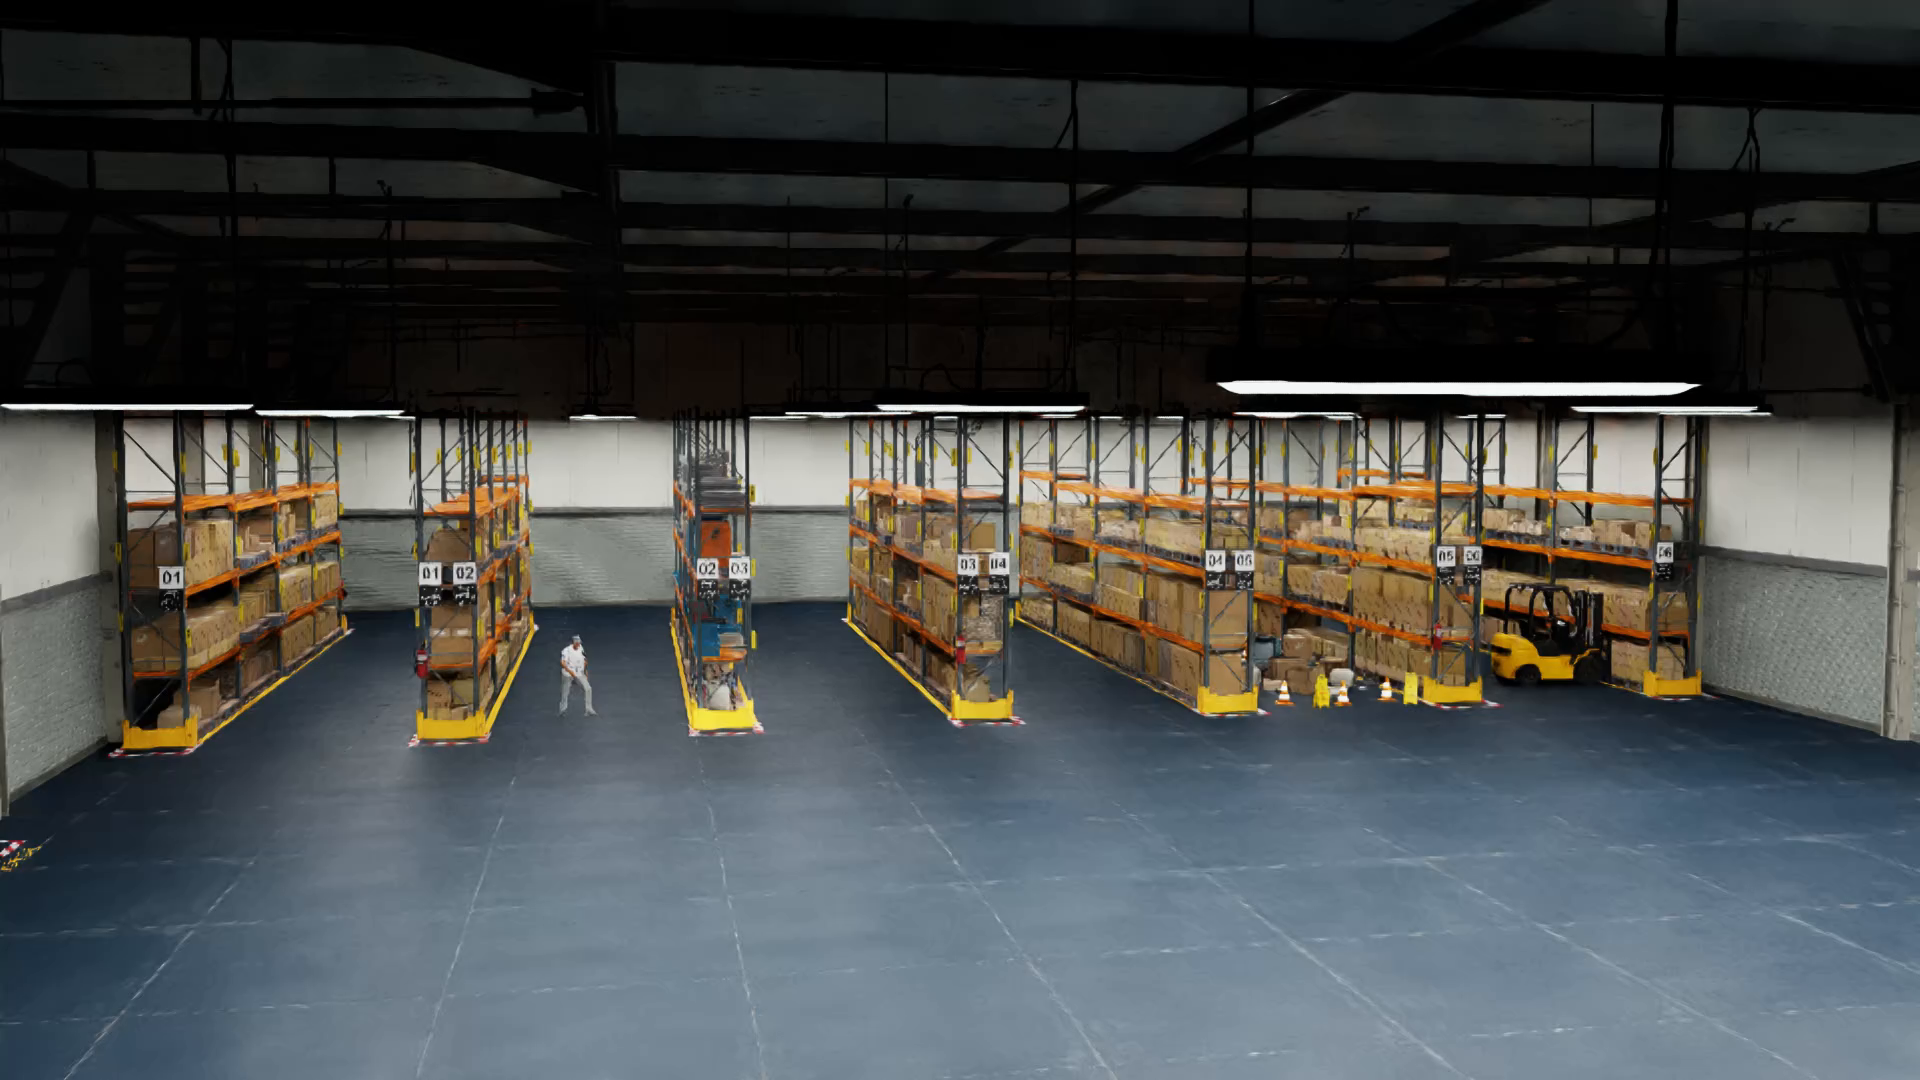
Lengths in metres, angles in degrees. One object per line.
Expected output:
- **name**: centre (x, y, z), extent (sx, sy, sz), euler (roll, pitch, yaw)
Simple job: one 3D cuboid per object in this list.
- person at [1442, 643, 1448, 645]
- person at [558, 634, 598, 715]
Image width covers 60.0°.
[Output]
- **person**: centre (12.073, 1.896, 42.130), extent (0.567, 1.641, 0.611), euler (1, 4, 12)
- **person**: centre (-7.484, 2.619, 32.383), extent (0.662, 1.600, 0.782), euler (-2, 5, -31)
